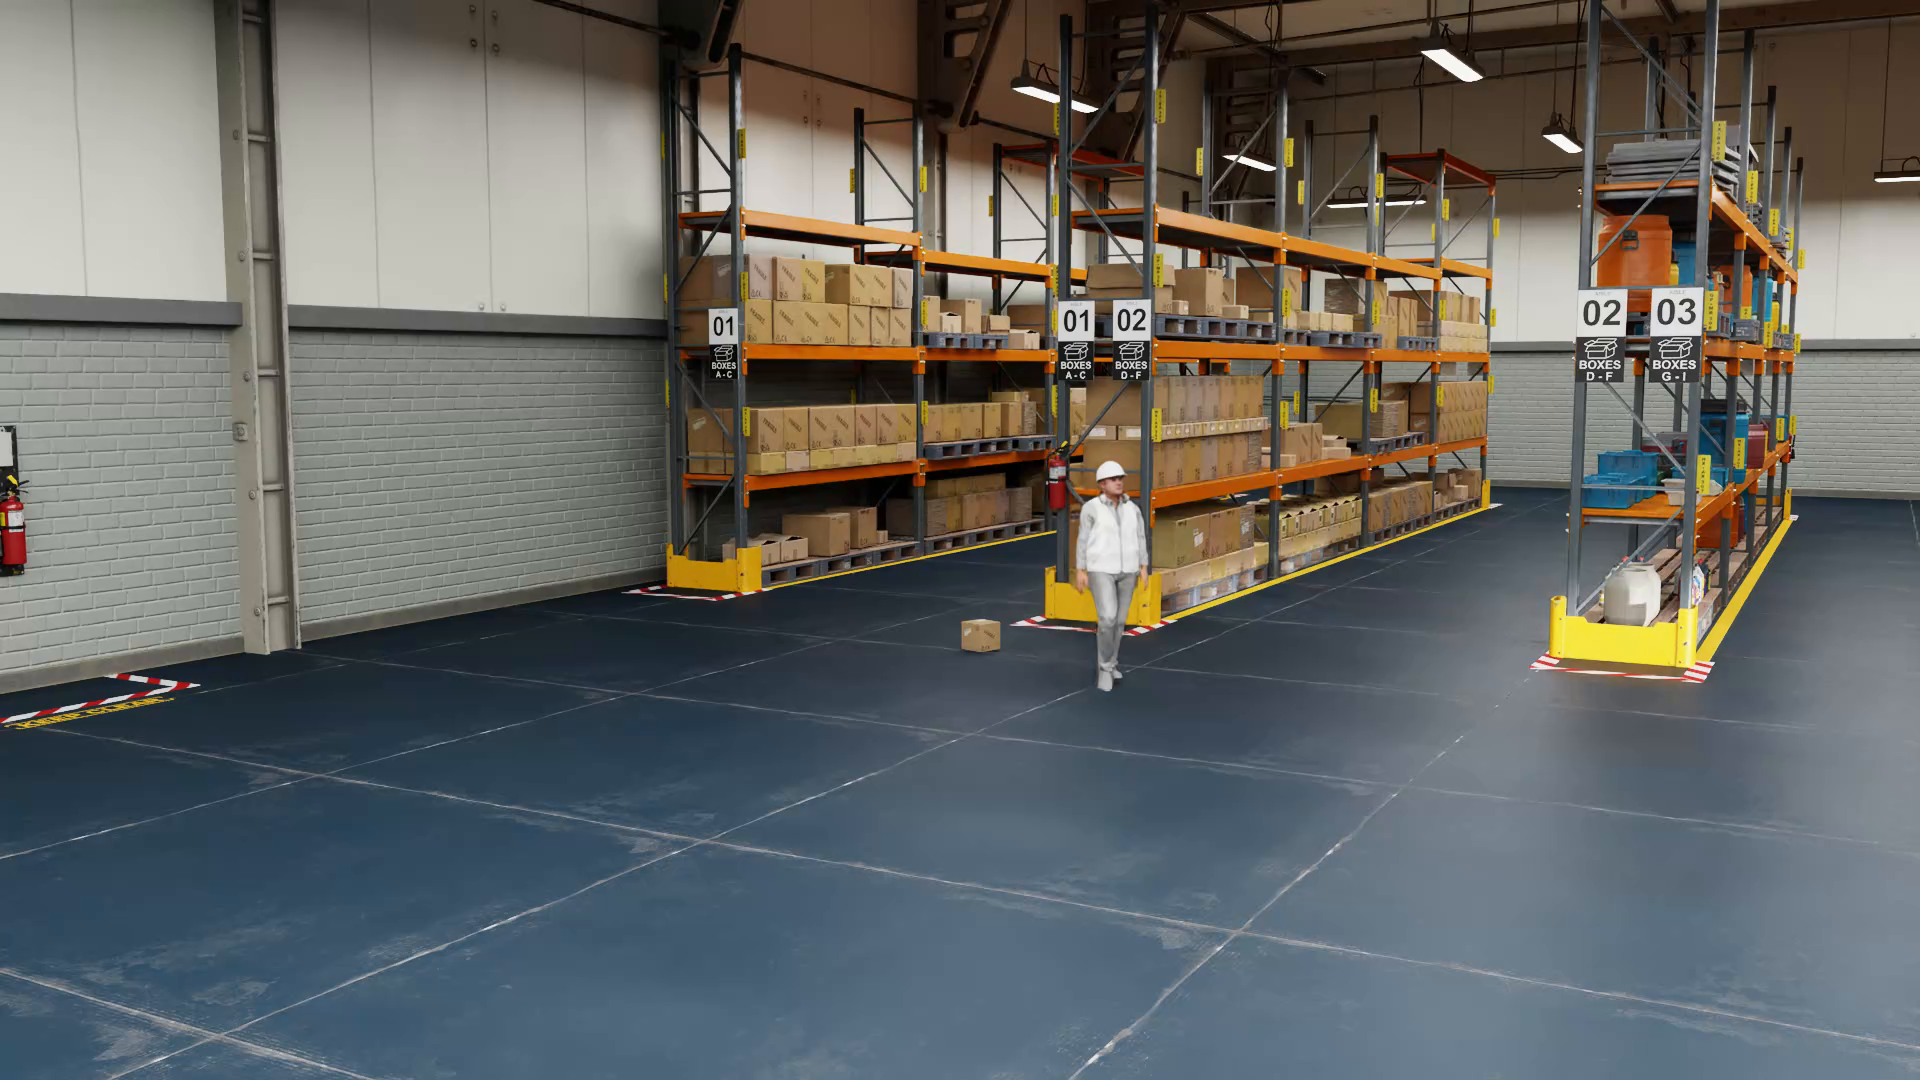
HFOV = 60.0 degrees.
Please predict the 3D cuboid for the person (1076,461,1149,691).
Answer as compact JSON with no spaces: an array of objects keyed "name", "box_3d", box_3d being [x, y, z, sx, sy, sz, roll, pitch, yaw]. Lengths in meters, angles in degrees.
[{"name":"person","box_3d":[1.234,0.289,13.294,0.572,1.836,0.536,-2,6,-21]}]
